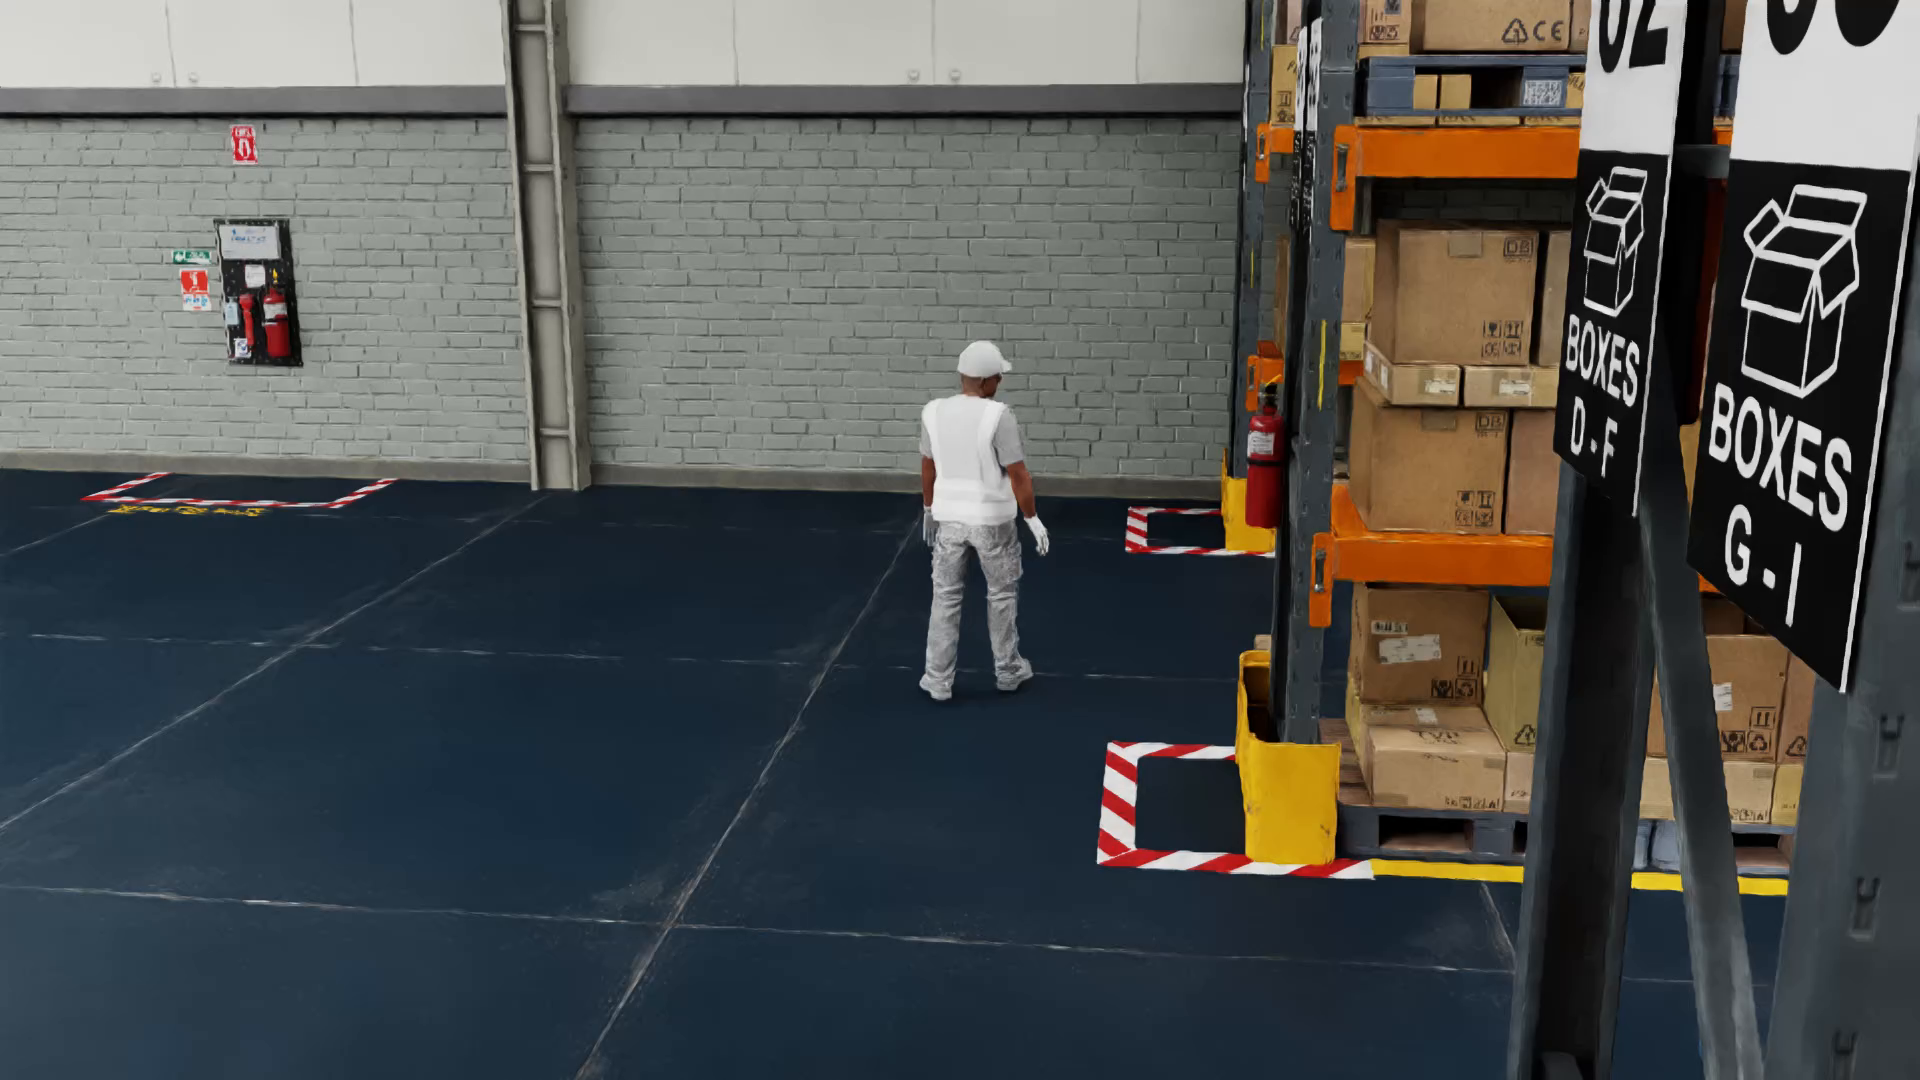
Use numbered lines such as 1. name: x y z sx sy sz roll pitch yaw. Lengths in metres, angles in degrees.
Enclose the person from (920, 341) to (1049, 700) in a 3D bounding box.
1. person: 0.135 -0.109 8.291 0.690 1.784 0.581 6 15 24
